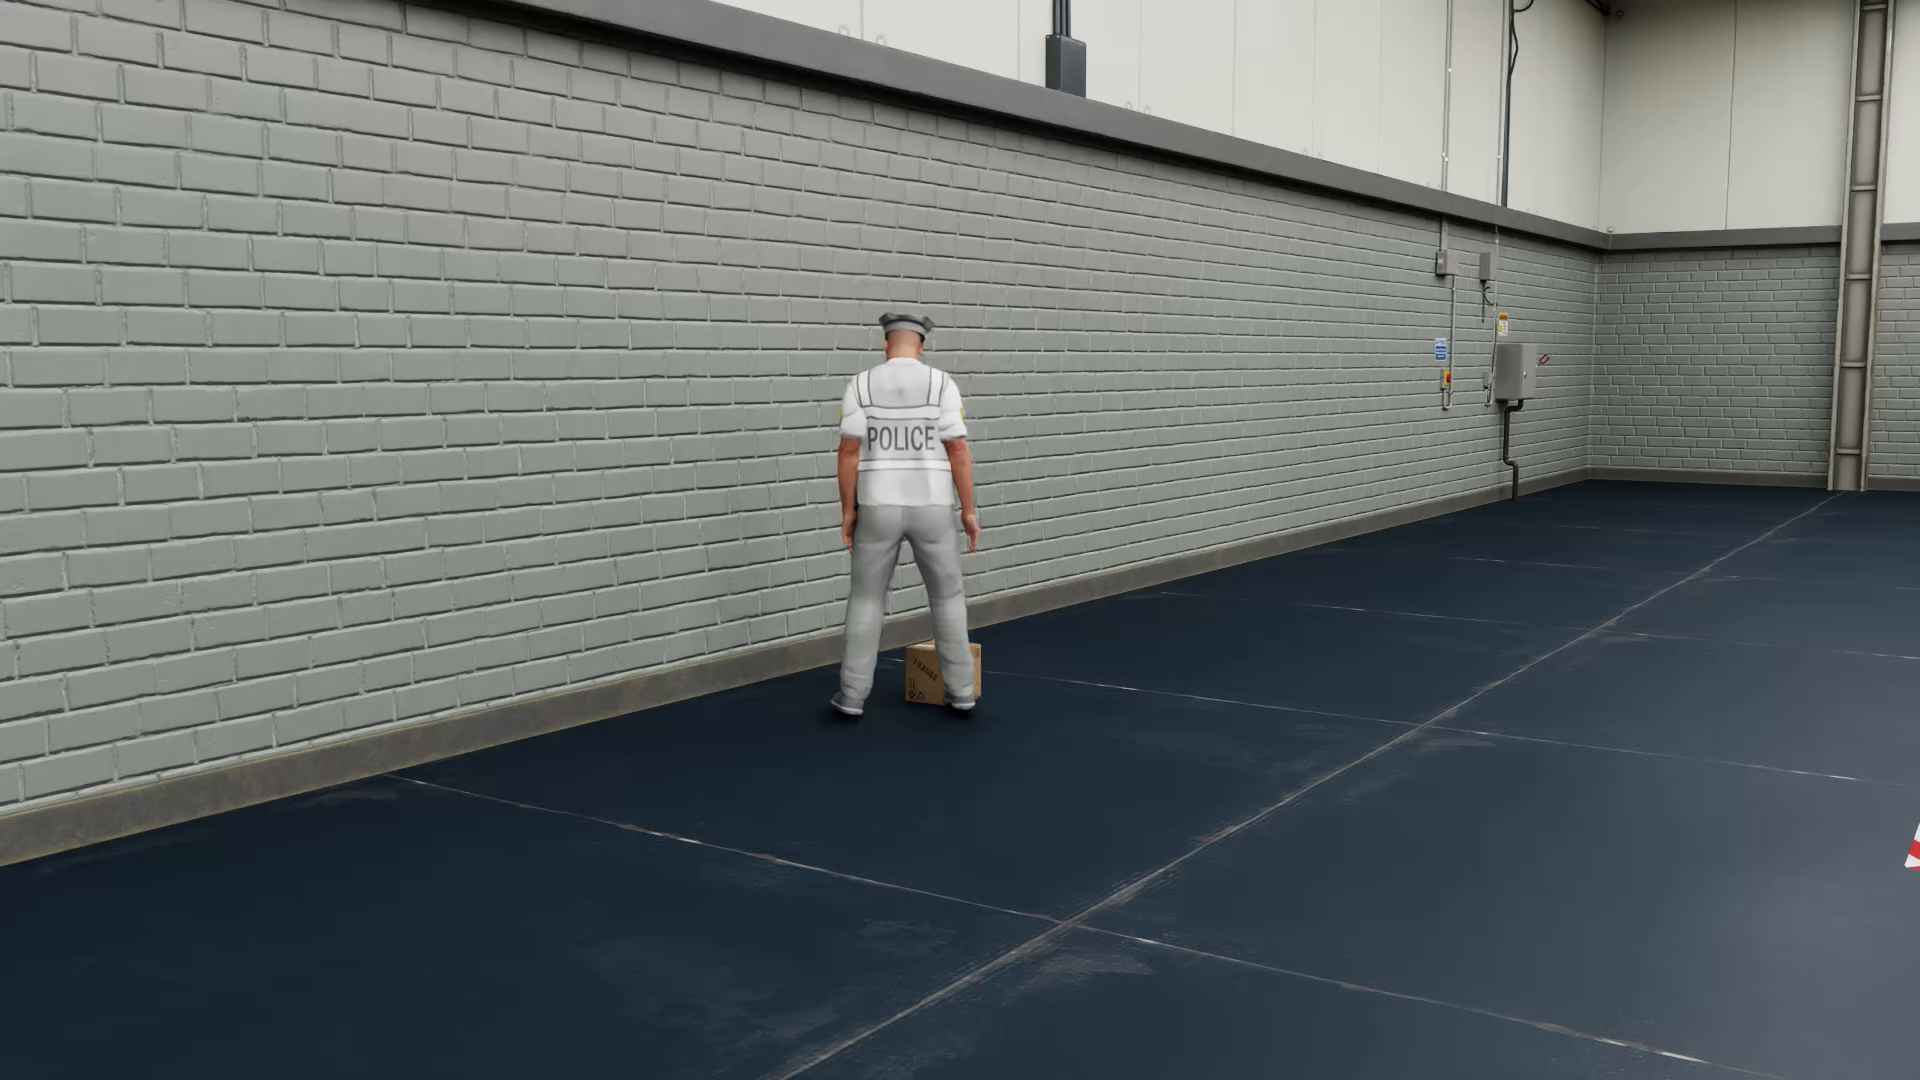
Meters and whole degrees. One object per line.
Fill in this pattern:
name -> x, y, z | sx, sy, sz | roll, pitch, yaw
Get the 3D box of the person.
person -> -0.244, -0.110, 7.201 | 0.657, 1.740, 0.492 | 0, 6, 3
